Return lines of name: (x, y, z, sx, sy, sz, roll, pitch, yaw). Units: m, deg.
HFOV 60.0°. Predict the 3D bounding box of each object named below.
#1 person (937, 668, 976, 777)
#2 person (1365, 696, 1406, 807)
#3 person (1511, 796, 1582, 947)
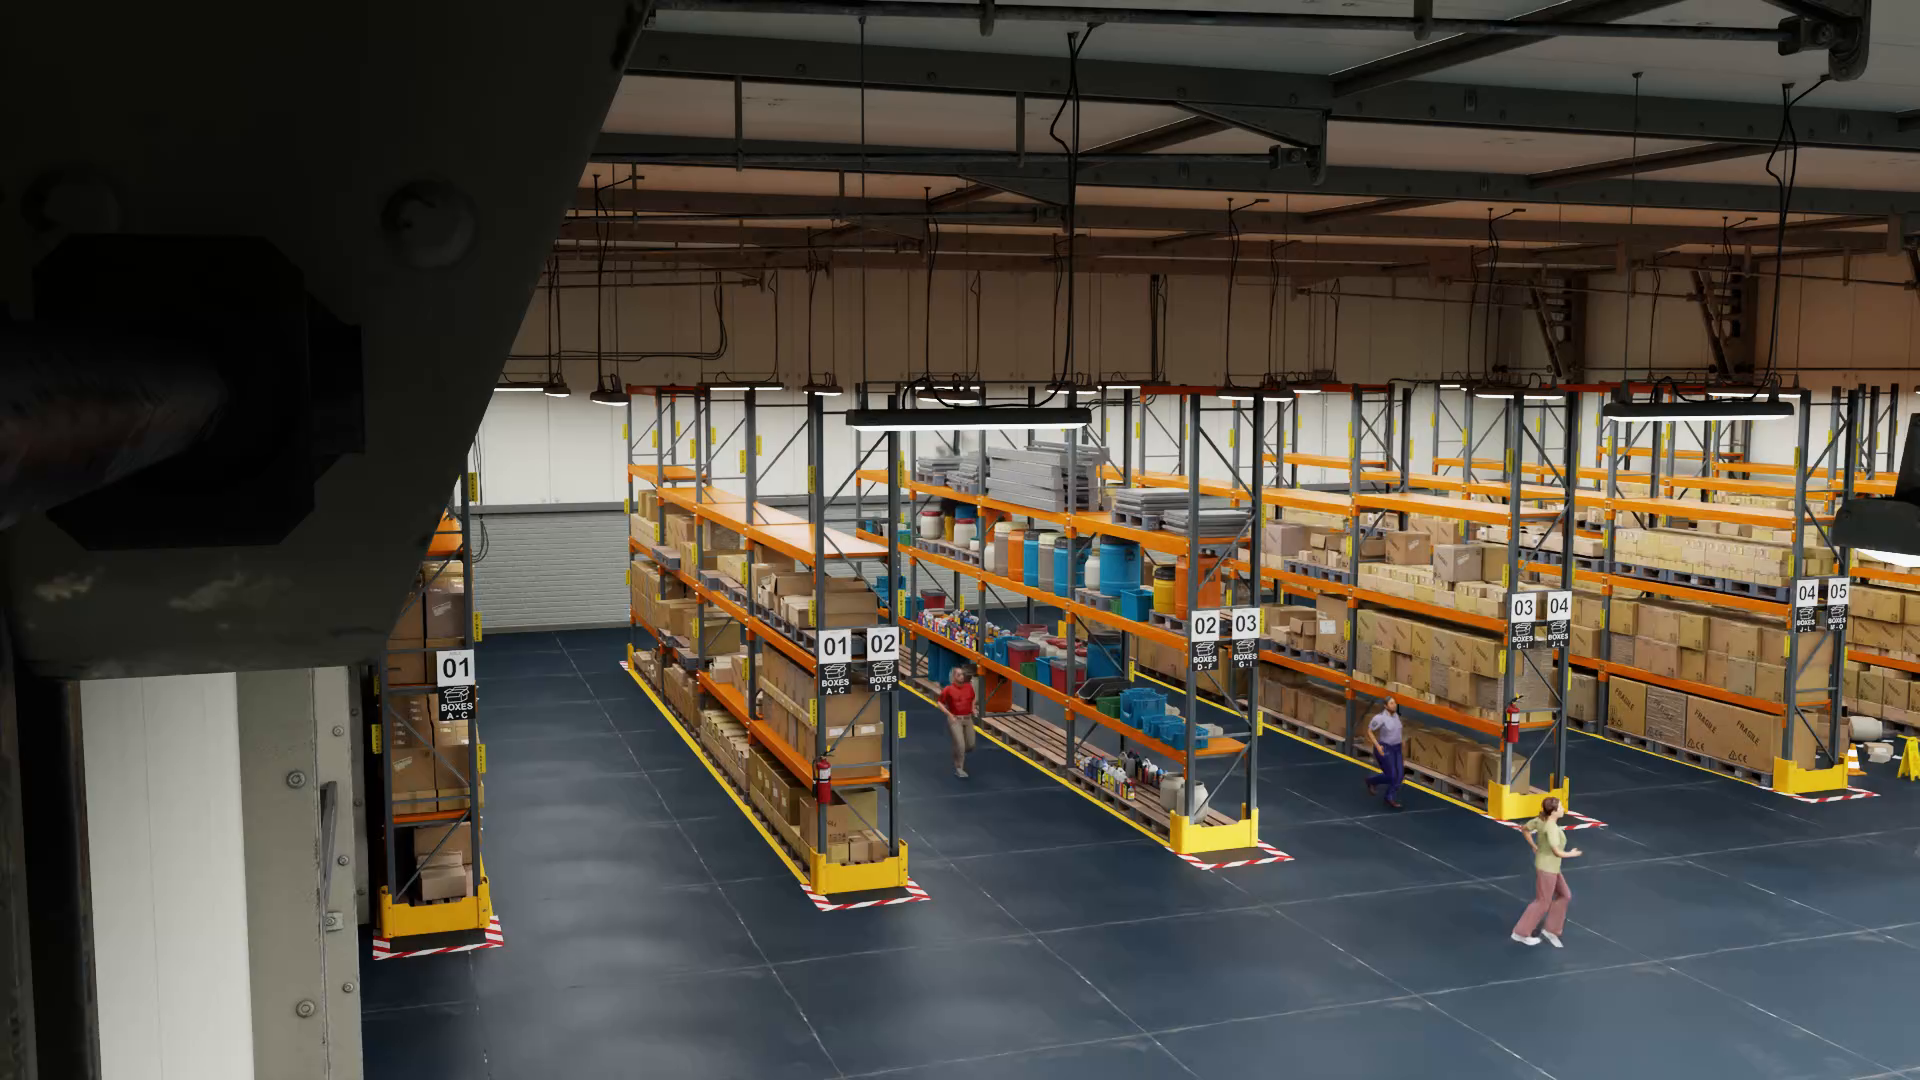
person: (-0.028, 2.821, 25.916, 0.664, 1.675, 0.645, -3, 7, -27)
person: (6.188, 3.050, 24.114, 0.623, 1.599, 0.566, -4, 7, -34)
person: (6.399, 3.648, 18.152, 0.715, 1.737, 0.591, 1, 6, 7)
